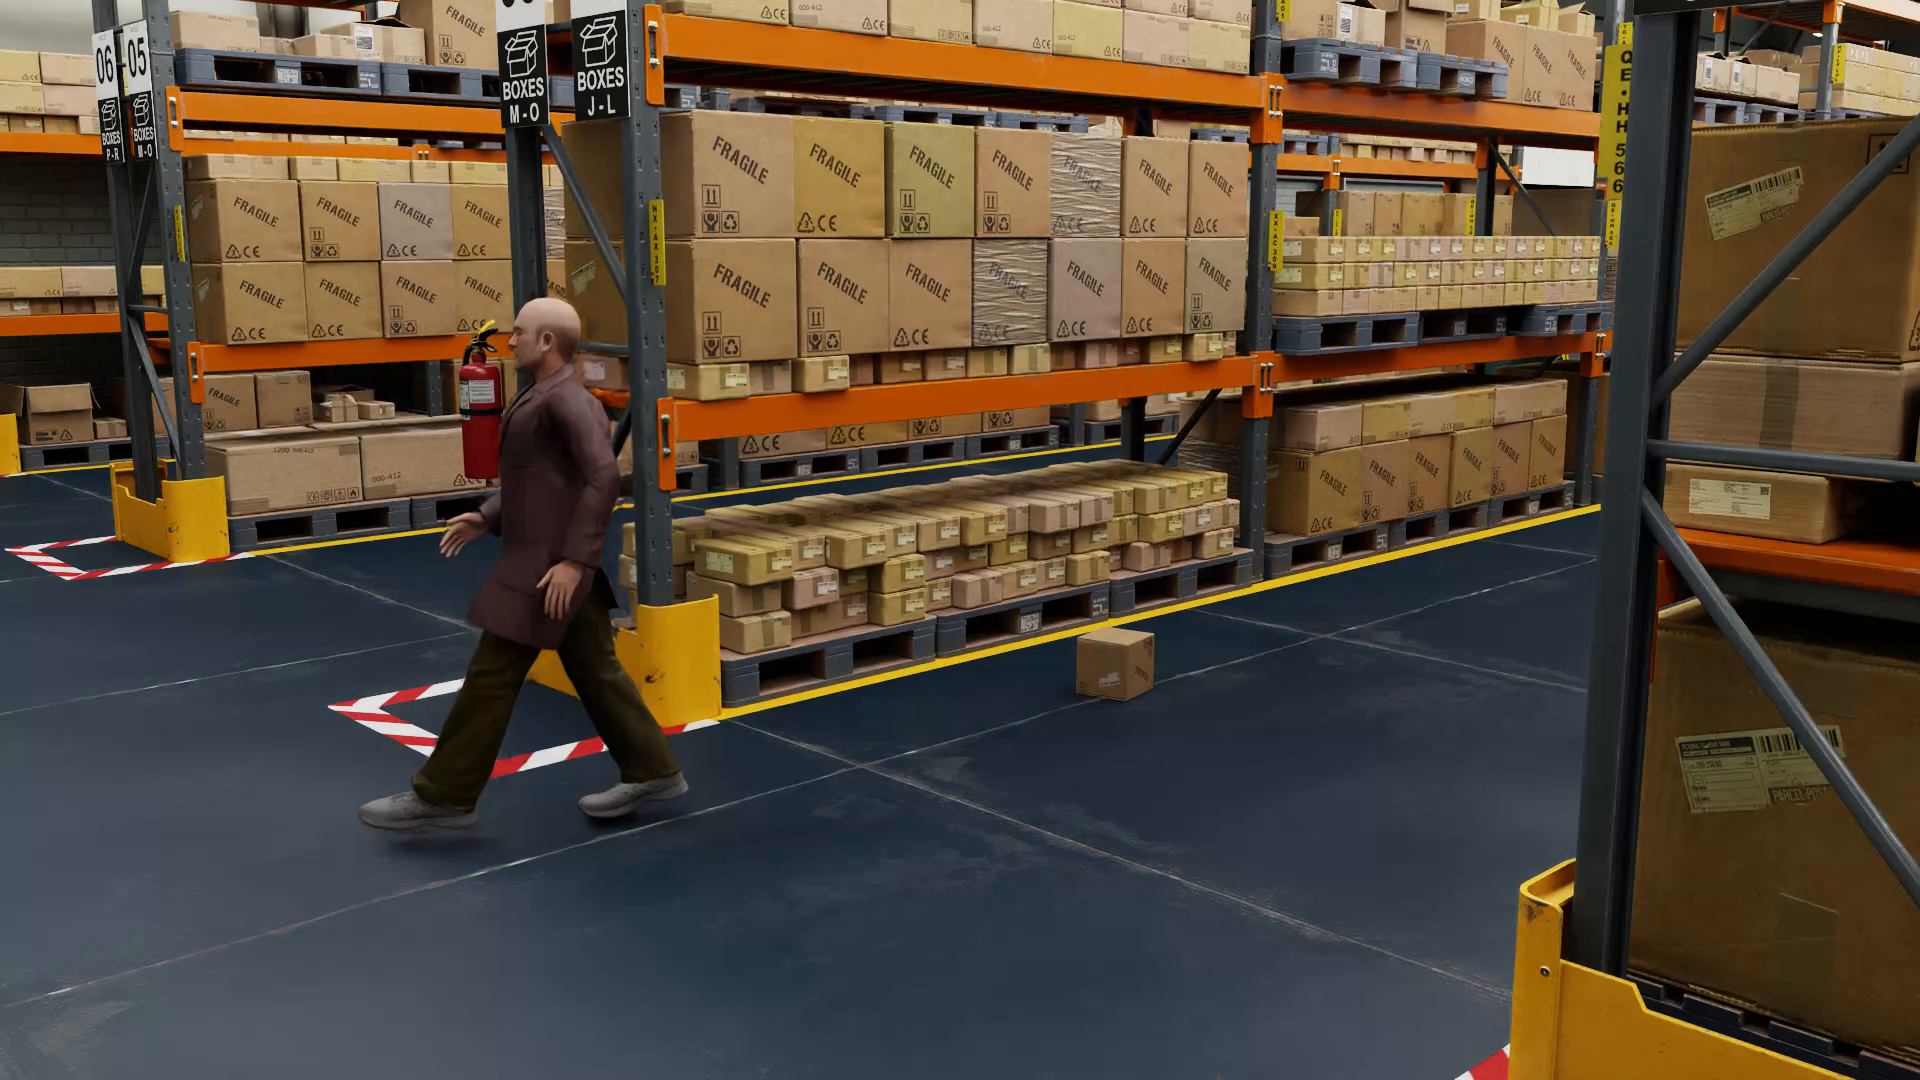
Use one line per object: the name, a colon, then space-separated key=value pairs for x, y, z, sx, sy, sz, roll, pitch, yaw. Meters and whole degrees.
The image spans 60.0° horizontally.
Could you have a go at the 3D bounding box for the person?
person: x=-1.453 y=0.085 z=5.468 sx=1.064 sy=1.744 sz=0.707 roll=-2 pitch=10 yaw=-9
